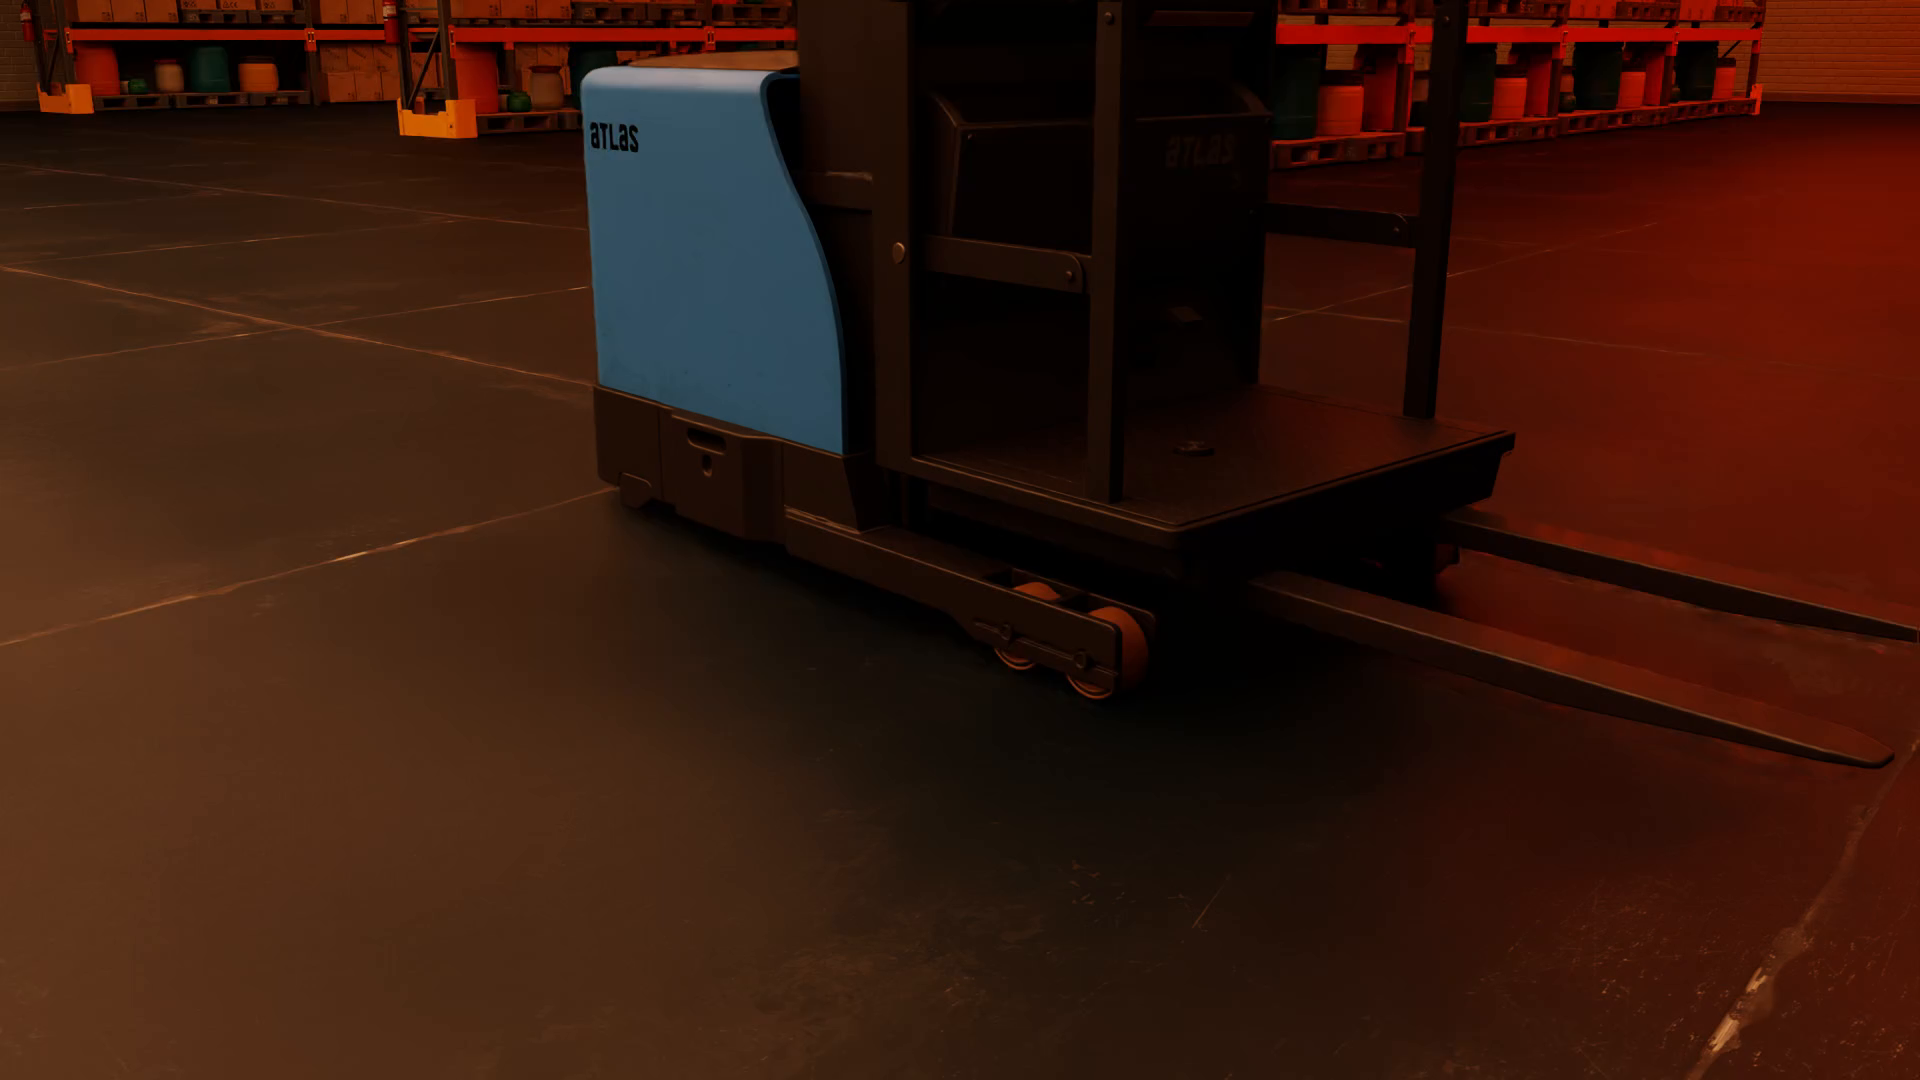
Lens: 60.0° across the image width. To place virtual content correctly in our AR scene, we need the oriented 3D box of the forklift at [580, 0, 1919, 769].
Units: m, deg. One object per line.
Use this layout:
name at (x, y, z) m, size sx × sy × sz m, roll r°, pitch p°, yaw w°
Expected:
forklift at (0.440, -1.282, 3.118) m, size 1.130 × 2.935 × 3.031 m, roll -15°, pitch 22°, yaw -40°
